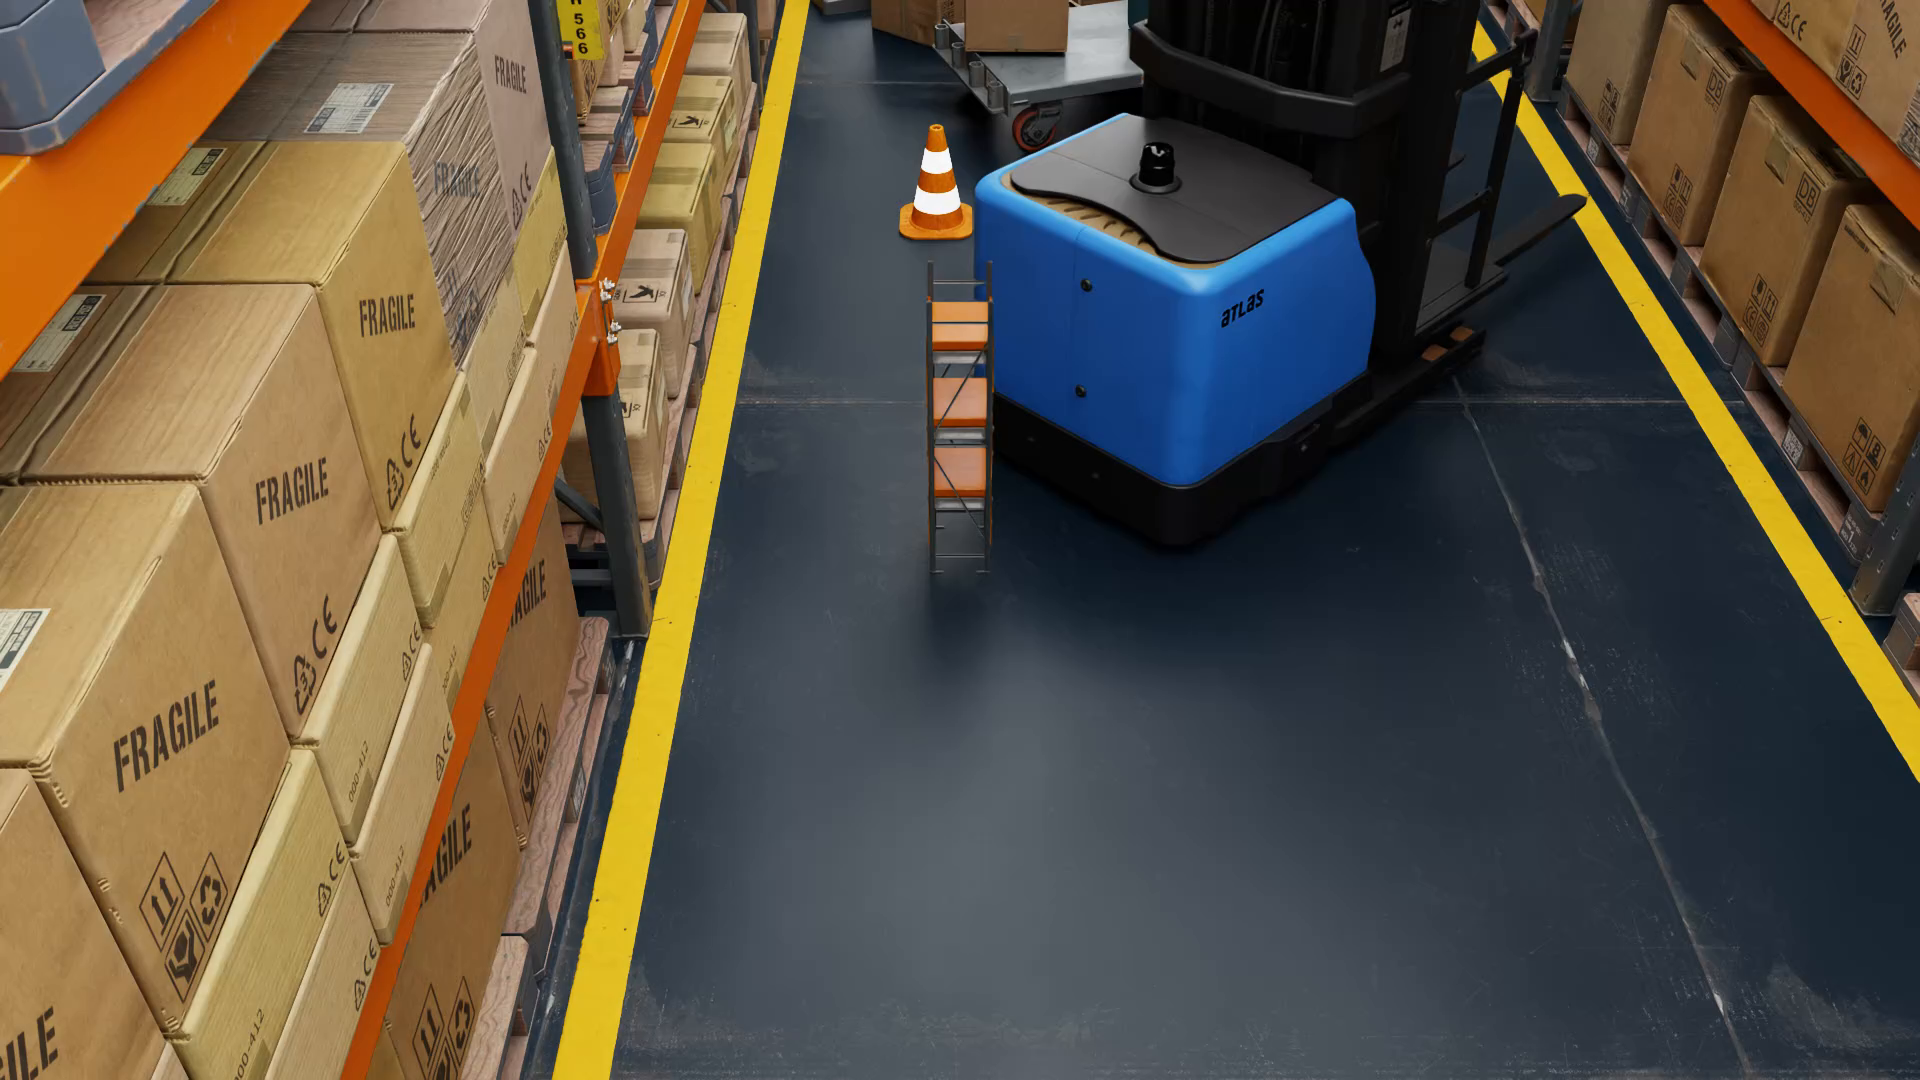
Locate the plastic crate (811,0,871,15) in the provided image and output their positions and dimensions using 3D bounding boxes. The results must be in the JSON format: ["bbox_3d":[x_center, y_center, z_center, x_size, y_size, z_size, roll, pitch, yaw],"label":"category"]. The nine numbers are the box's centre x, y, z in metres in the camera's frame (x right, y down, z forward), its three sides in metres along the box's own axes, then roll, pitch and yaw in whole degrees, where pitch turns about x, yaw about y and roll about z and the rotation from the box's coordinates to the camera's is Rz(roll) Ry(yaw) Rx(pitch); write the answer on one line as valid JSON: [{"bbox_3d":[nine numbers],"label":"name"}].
[{"bbox_3d":[-0.689,-3.232,9.719,0.402,0.080,0.583,-13,40,-16],"label":"plastic crate"}]

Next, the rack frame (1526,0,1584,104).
[{"bbox_3d":[3.443,-3.455,7.663,1.000,3.000,0.127,0,39,0],"label":"rack frame"}]

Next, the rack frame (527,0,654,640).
[{"bbox_3d":[-1.502,-0.887,4.458,1.000,3.000,0.127,0,39,0],"label":"rack frame"}]

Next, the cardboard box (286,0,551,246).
[{"bbox_3d":[-1.240,-0.993,3.711,0.500,0.500,0.500,-1,39,-1],"label":"cardboard box"}]

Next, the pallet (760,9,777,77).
[{"bbox_3d":[-1.543,-2.720,8.976,1.003,0.211,1.213,0,39,0],"label":"pallet"}]

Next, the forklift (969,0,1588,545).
[{"bbox_3d":[1.432,-1.942,5.830,3.031,2.935,1.130,-32,49,-33],"label":"forklift"}]

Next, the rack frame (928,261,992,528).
[{"bbox_3d":[0.000,-0.453,5.475,0.200,1.050,0.008,0,39,0],"label":"rack frame"}]

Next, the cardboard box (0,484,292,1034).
[{"bbox_3d":[-1.237,0.278,2.125,0.500,0.500,0.500,-1,39,-1],"label":"cardboard box"}]

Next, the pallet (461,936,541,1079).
[{"bbox_3d":[-1.578,1.455,3.765,1.003,0.211,1.213,0,39,0],"label":"pallet"}]

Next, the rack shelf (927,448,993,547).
[{"bbox_3d":[0.000,-0.151,5.560,0.215,0.259,0.240,0,39,0],"label":"rack shelf"}]

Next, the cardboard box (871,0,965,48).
[{"bbox_3d":[-0.148,-3.085,9.198,0.500,0.500,0.500,28,46,30],"label":"cardboard box"}]

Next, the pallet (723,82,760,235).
[{"bbox_3d":[-1.505,-1.814,7.844,1.003,0.211,1.213,0,39,0],"label":"pallet"}]

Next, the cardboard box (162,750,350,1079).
[{"bbox_3d":[-1.219,0.561,2.372,0.500,0.250,0.500,0,39,1],"label":"cardboard box"}]

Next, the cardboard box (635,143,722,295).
[{"bbox_3d":[-1.497,-1.315,6.757,0.950,0.372,0.625,1,39,1],"label":"cardboard box"}]

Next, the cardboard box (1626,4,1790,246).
[{"bbox_3d":[3.531,-1.750,6.998,1.050,0.750,0.750,0,39,0],"label":"cardboard box"}]

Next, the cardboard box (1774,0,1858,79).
[{"bbox_3d":[3.179,-1.899,5.641,0.500,0.500,0.500,-1,39,-1],"label":"cardboard box"}]

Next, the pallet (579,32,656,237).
[{"bbox_3d":[-1.610,-1.258,5.074,1.213,0.211,1.003,0,39,0],"label":"pallet"}]

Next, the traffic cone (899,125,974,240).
[{"bbox_3d":[-0.106,-1.624,7.407,0.336,0.463,0.334,0,39,0],"label":"traffic cone"}]

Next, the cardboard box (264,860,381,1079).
[{"bbox_3d":[-1.221,0.753,2.531,0.500,0.250,0.500,0,39,0],"label":"cardboard box"}]

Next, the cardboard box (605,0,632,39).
[{"bbox_3d":[-1.279,-1.814,4.961,0.500,0.500,0.500,2,39,2],"label":"cardboard box"}]

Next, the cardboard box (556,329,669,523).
[{"bbox_3d":[-1.493,-0.379,5.590,0.950,0.372,0.625,-2,39,-3],"label":"cardboard box"}]

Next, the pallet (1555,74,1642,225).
[{"bbox_3d":[3.519,-1.885,7.933,1.003,0.211,1.213,0,39,0],"label":"pallet"}]

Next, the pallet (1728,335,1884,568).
[{"bbox_3d":[3.522,-0.359,6.029,1.003,0.211,1.213,0,39,0],"label":"pallet"}]

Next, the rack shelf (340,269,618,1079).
[{"bbox_3d":[-1.500,0.644,3.123,1.077,0.370,4.000,0,39,0],"label":"rack shelf"}]

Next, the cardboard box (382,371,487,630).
[{"bbox_3d":[-1.222,-0.080,3.172,0.500,0.250,0.500,-1,39,-1],"label":"cardboard box"}]

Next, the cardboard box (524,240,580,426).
[{"bbox_3d":[-1.242,-0.513,4.111,0.500,0.250,0.500,-1,39,-2],"label":"cardboard box"}]

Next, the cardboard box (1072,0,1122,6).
[{"bbox_3d":[1.031,-3.287,9.341,0.797,0.637,0.503,0,39,0],"label":"cardboard box"}]

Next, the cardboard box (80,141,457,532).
[{"bbox_3d":[-1.237,-0.362,2.923,0.500,0.500,0.500,0,39,0],"label":"cardboard box"}]

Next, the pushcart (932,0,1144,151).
[{"bbox_3d":[0.773,-2.398,8.441,1.648,0.377,0.936,-13,40,-16],"label":"pushcart"}]

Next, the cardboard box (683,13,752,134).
[{"bbox_3d":[-1.504,-2.199,7.861,0.950,0.372,0.625,0,39,1],"label":"cardboard box"}]

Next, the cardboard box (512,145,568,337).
[{"bbox_3d":[-1.248,-0.721,3.971,0.500,0.250,0.500,0,39,0],"label":"cardboard box"}]

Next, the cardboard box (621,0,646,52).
[{"bbox_3d":[-1.217,-1.676,5.308,0.380,0.149,0.250,0,39,0],"label":"cardboard box"}]

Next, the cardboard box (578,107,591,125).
[{"bbox_3d":[-1.284,-1.333,4.880,0.380,0.149,0.250,-2,39,-3],"label":"cardboard box"}]

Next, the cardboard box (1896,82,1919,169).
[{"bbox_3d":[3.178,-1.274,4.862,0.500,0.500,0.500,0,39,0],"label":"cardboard box"}]

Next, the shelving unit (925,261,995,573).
[{"bbox_3d":[0.000,-0.376,5.380,0.215,1.050,0.252,0,39,0],"label":"shelving unit"}]

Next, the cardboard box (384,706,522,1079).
[{"bbox_3d":[-1.588,0.768,3.756,0.875,0.875,0.875,0,39,1],"label":"cardboard box"}]

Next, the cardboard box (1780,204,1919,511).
[{"bbox_3d":[3.537,-0.621,5.589,1.050,0.750,0.750,-1,39,-1],"label":"cardboard box"}]

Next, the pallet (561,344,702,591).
[{"bbox_3d":[-1.502,-0.288,5.940,1.003,0.211,1.213,0,39,0],"label":"pallet"}]

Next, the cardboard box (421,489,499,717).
[{"bbox_3d":[-1.241,0.122,3.319,0.500,0.250,0.500,0,39,-1],"label":"cardboard box"}]
